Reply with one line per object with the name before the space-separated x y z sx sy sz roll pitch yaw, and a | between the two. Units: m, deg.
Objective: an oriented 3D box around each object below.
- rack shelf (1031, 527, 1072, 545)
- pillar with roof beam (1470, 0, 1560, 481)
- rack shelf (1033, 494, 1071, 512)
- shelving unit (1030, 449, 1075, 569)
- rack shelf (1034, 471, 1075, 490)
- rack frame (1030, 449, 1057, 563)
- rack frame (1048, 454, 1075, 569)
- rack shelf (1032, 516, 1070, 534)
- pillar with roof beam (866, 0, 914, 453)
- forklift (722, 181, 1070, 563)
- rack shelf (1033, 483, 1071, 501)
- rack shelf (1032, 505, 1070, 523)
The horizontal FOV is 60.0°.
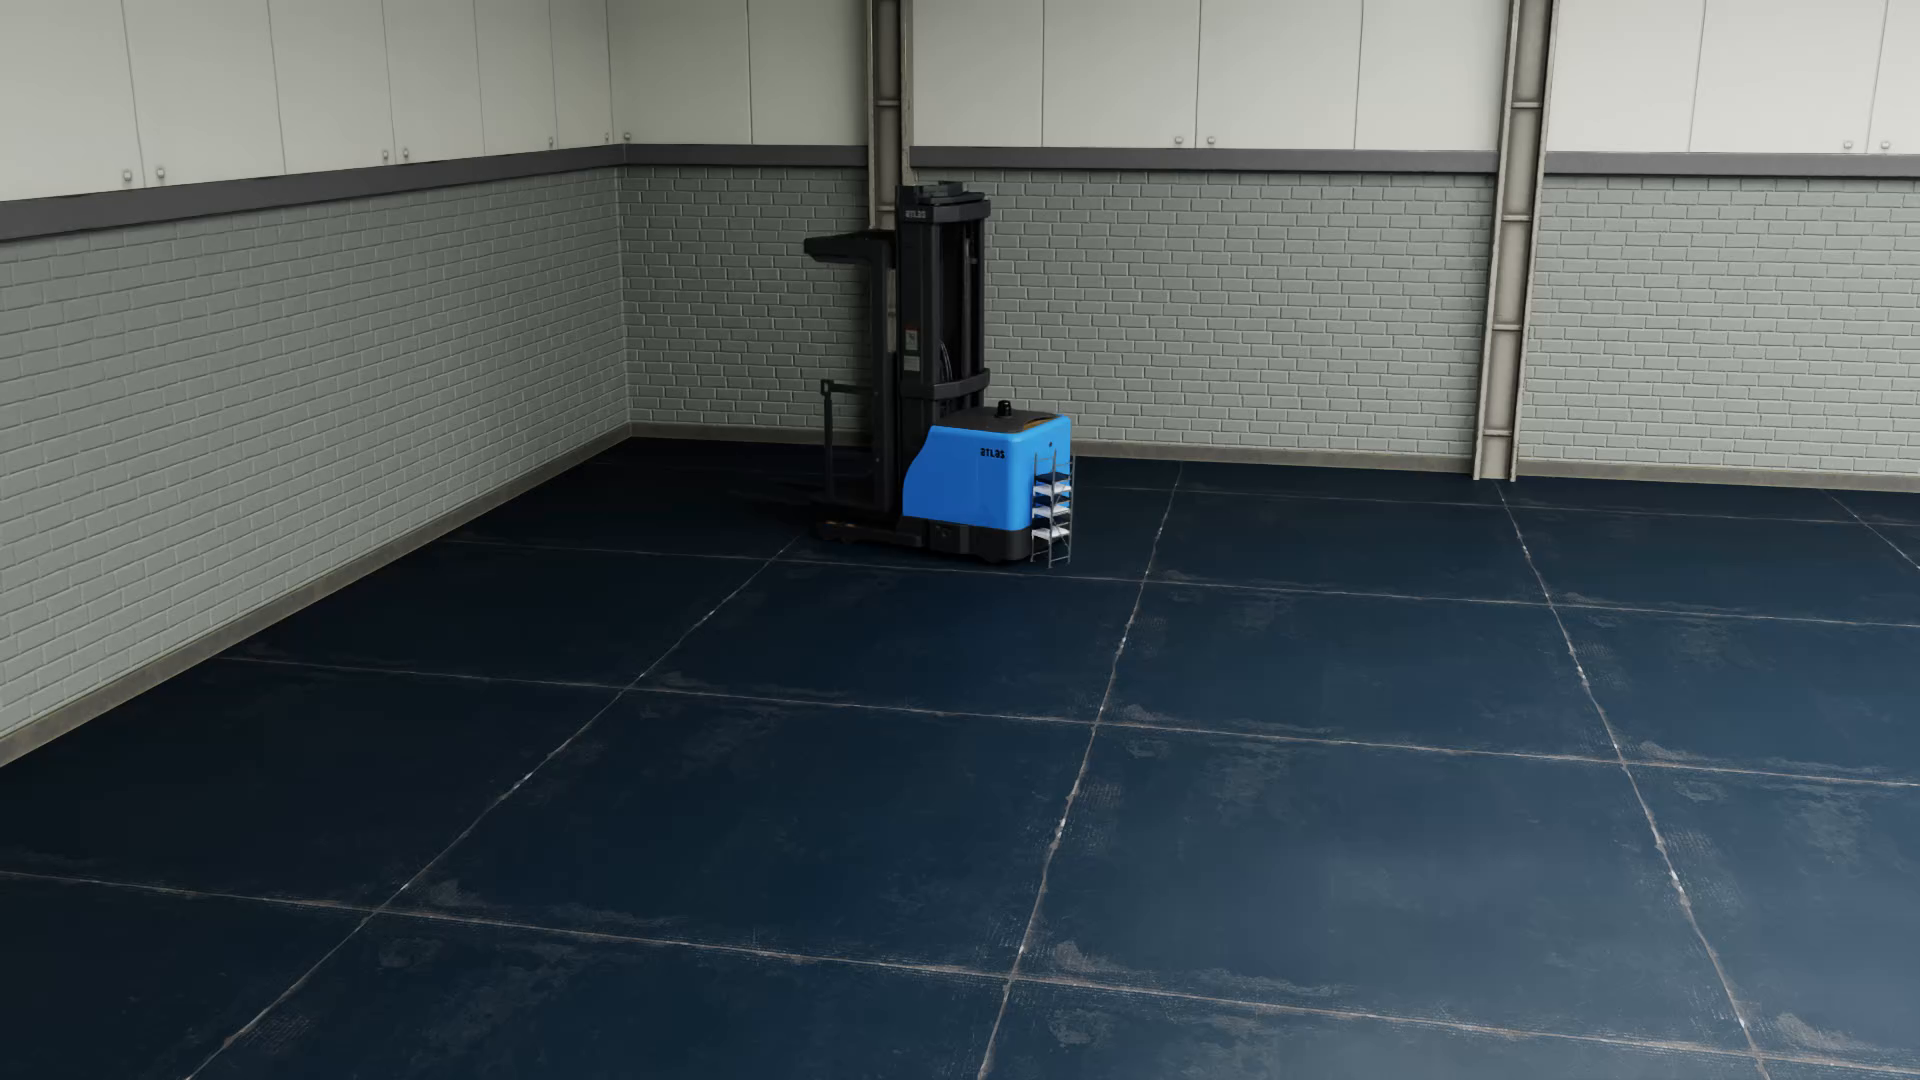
rack shelf | 0.728 -0.042 13.240 0.258 0.077 0.200 -14 23 -40
pillar with roof beam | 4.336 -3.826 10.946 0.400 9.000 9.100 3 16 11
rack shelf | 0.736 -0.300 13.160 0.258 0.077 0.200 -14 23 -40
shelving unit | 0.734 -0.245 13.177 0.258 0.900 0.210 -14 23 -40
rack shelf | 0.741 -0.471 13.107 0.258 0.077 0.200 -14 23 -40
rack frame | 0.666 -0.270 13.248 0.240 0.900 0.006 -14 23 -40
rack frame | 0.803 -0.221 13.105 0.240 0.900 0.006 -14 23 -40
rack shelf | 0.731 -0.128 13.213 0.258 0.077 0.200 -14 23 -40
pillar with roof beam | -1.544 -4.145 12.098 0.400 9.000 9.100 3 16 11
forklift | -0.614 -1.493 13.890 3.031 2.935 1.130 9 18 28
rack shelf | 0.738 -0.386 13.133 0.258 0.077 0.200 -14 23 -40
rack shelf | 0.733 -0.214 13.187 0.258 0.077 0.200 -14 23 -40
